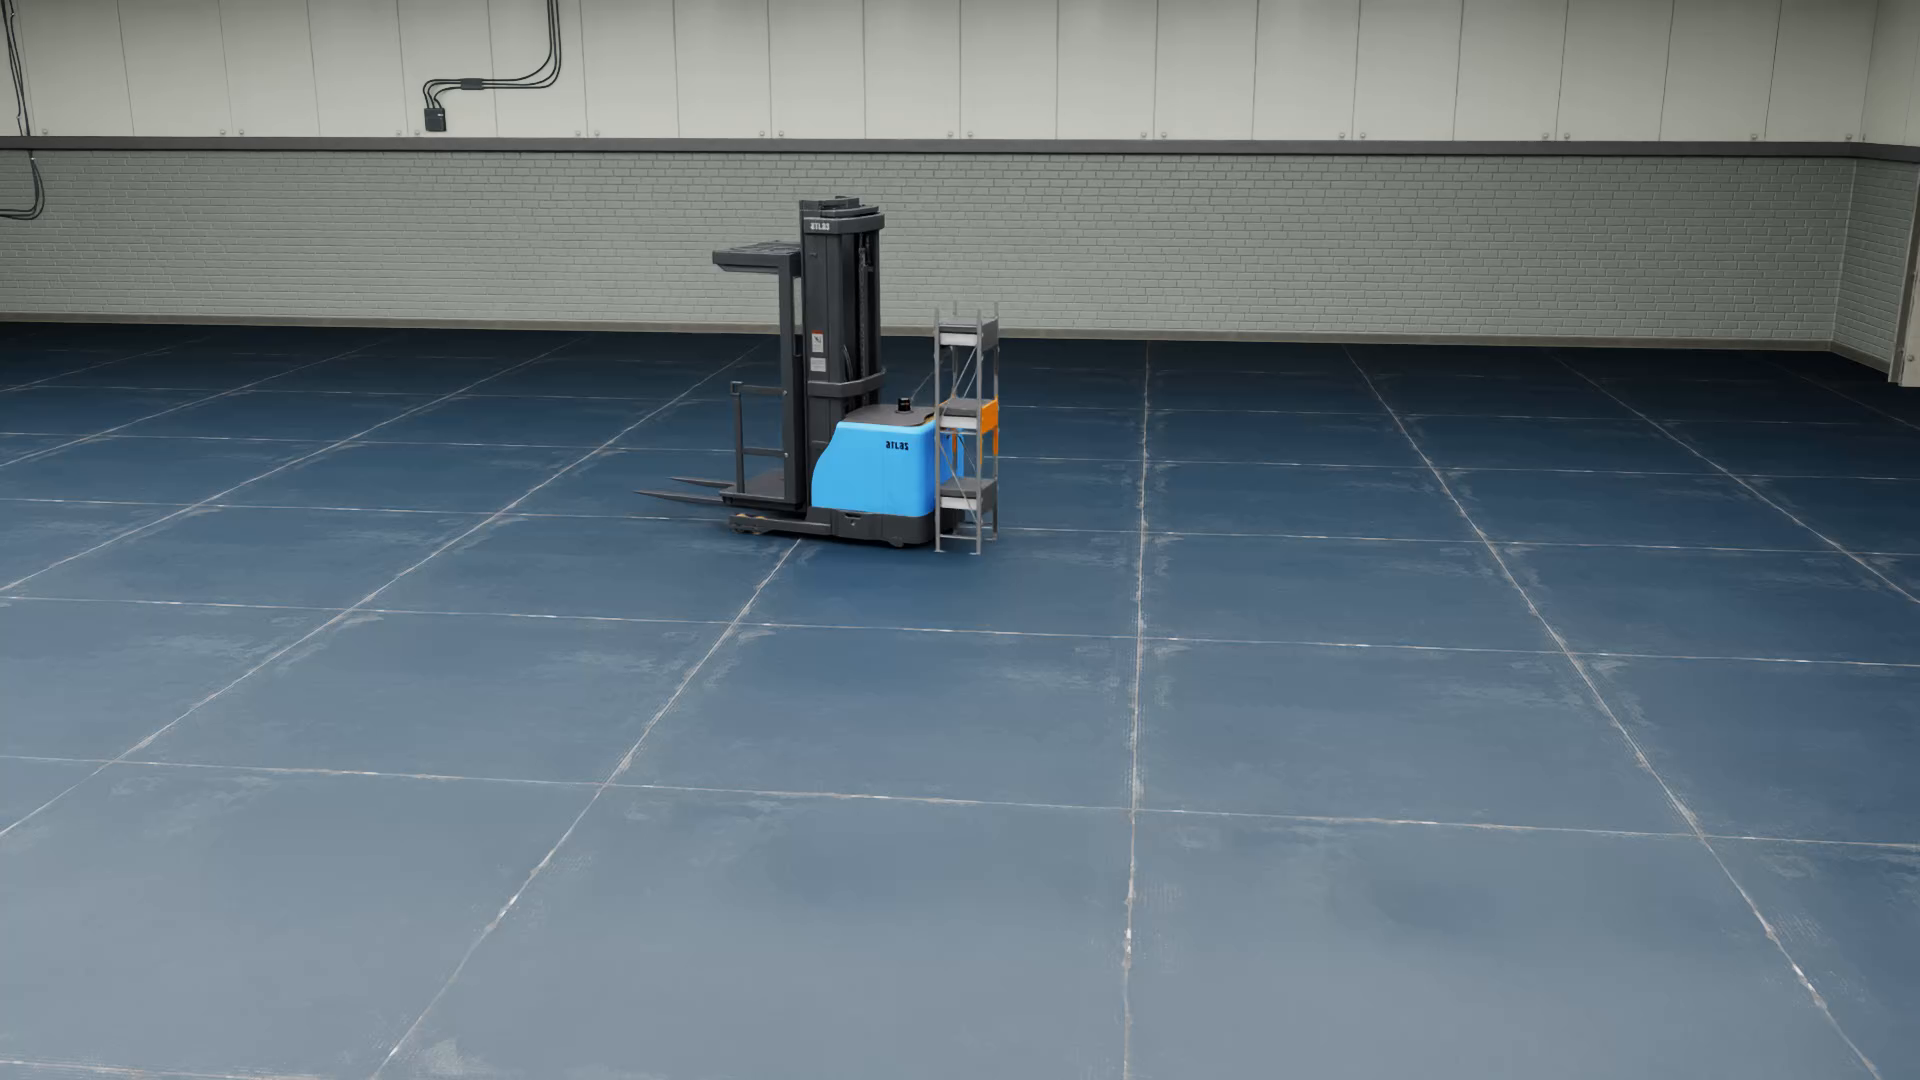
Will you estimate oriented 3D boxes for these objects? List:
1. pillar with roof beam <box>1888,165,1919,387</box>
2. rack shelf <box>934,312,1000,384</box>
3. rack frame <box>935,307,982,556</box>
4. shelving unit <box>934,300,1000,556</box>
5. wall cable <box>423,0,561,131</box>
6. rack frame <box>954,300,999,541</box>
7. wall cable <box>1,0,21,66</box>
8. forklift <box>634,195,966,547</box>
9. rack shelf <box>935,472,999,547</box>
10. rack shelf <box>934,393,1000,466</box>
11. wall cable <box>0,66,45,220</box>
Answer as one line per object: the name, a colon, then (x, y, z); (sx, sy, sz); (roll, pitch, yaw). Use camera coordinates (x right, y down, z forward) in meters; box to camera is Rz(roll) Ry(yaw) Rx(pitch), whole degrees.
pillar with roof beam: (8.491, -6.576, 21.743); (9.100, 9.000, 0.400); (2, 15, 6)
rack shelf: (0.064, -1.622, 14.007); (0.431, 0.518, 0.480); (5, 16, 18)
rack frame: (-0.013, -0.899, 13.964); (0.400, 2.100, 0.015); (5, 16, 18)
shelving unit: (0.064, -0.960, 14.187); (0.431, 2.100, 0.503); (5, 16, 18)
wall cable: (-7.453, -9.460, 25.893); (2.305, 6.003, 0.169); (2, 15, 6)
rack frame: (0.142, -1.020, 14.410); (0.400, 2.100, 0.015); (5, 16, 18)
wall cable: (-14.196, -8.962, 26.838); (3.097, 2.526, 0.112); (2, 15, 6)
forklift: (-1.513, -1.579, 14.887); (3.031, 2.935, 1.130); (6, 16, 22)
rack shelf: (0.064, -0.271, 14.374); (0.431, 0.518, 0.480); (5, 16, 18)
rack shelf: (0.064, -0.946, 14.191); (0.431, 0.518, 0.480); (5, 16, 18)
wall cable: (-16.884, -6.603, 27.792); (3.097, 2.526, 0.112); (2, 15, 6)
